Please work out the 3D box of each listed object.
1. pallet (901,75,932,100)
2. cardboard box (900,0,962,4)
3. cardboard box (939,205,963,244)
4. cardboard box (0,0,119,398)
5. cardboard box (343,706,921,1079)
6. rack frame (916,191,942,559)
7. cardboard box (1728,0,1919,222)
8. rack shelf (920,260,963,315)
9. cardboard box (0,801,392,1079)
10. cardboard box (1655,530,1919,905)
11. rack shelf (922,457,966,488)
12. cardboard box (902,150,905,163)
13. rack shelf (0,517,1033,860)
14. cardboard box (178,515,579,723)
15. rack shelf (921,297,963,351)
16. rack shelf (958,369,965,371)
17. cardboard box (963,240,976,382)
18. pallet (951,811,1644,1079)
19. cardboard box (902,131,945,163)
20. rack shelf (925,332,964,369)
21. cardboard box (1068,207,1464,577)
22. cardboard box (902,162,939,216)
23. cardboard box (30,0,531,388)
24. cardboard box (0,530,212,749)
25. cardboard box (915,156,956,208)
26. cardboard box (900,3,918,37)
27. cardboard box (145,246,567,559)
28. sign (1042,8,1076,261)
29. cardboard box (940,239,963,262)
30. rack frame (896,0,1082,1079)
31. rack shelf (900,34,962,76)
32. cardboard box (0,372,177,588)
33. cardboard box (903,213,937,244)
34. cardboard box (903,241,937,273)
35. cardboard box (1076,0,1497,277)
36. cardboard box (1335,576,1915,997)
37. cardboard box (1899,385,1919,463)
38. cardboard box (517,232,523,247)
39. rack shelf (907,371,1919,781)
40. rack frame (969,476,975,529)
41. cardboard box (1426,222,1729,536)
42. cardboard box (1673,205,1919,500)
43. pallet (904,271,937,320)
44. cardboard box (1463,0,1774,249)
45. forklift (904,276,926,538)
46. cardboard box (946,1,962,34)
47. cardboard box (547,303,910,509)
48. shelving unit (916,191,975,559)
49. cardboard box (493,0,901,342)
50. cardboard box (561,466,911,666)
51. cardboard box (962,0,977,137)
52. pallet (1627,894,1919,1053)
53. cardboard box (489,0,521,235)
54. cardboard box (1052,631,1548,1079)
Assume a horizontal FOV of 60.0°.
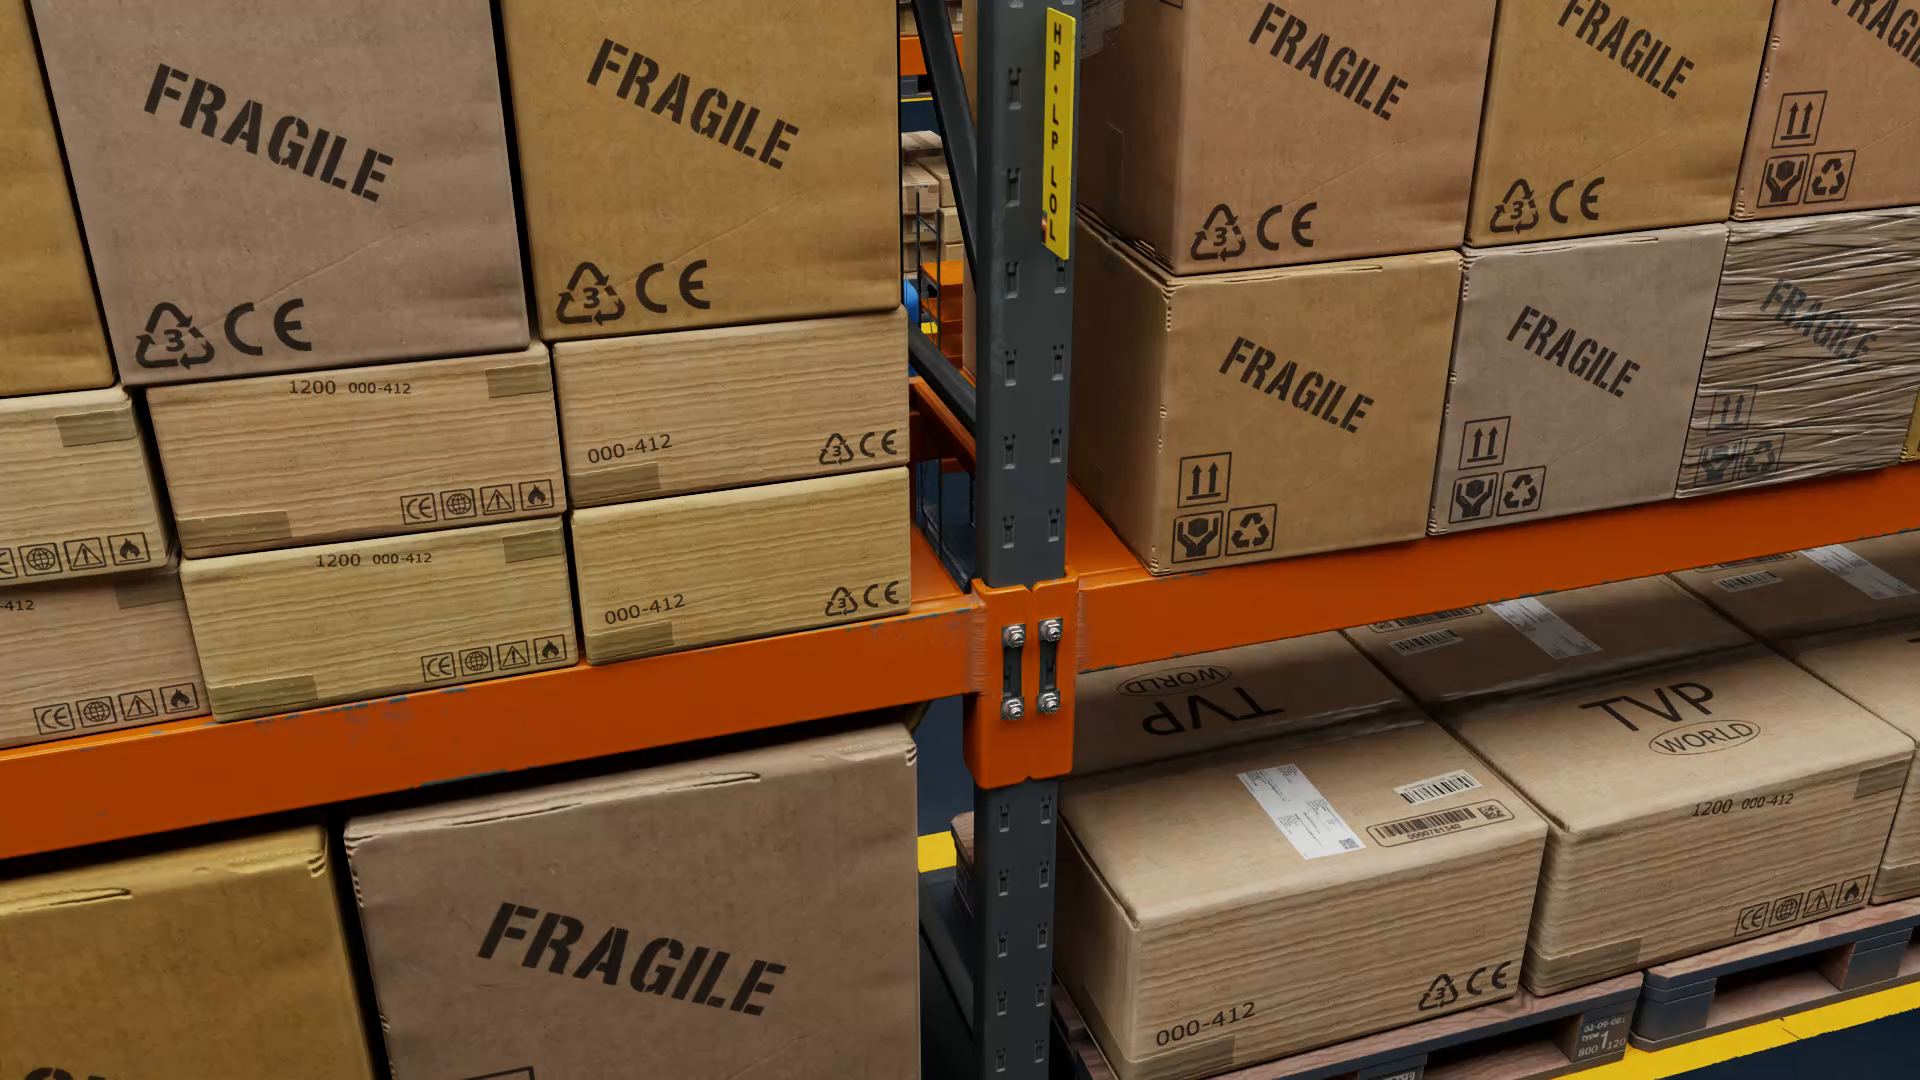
[{"bbox_3d":[-0.046,-3.648,12.861,1.213,0.211,1.003,-8,28,-16],"label":"pallet"},{"bbox_3d":[-0.166,-2.643,7.254,0.500,0.500,0.500,-9,28,-17],"label":"cardboard box"},{"bbox_3d":[-0.010,-1.531,7.860,0.250,0.149,0.380,-8,28,-16],"label":"cardboard box"},{"bbox_3d":[-1.369,-0.488,2.124,0.500,0.500,0.500,-7,27,-15],"label":"cardboard box"},{"bbox_3d":[-0.609,0.583,3.119,0.875,0.875,0.875,-7,27,-14],"label":"cardboard box"},{"bbox_3d":[-0.101,-0.523,5.454,0.006,1.200,0.240,-8,28,-16],"label":"rack frame"},{"bbox_3d":[1.456,-0.888,2.928,0.500,0.500,0.500,-8,27,-15],"label":"cardboard box"},{"bbox_3d":[-0.014,-0.818,5.339,0.180,0.103,0.258,-8,28,-16],"label":"rack shelf"},{"bbox_3d":[-1.466,0.711,2.862,0.875,0.875,0.875,-7,27,-15],"label":"cardboard box"},{"bbox_3d":[2.295,0.372,4.036,0.875,0.438,0.875,-7,27,-15],"label":"cardboard box"},{"bbox_3d":[-0.014,-0.281,5.606,0.180,0.103,0.258,-8,28,-16],"label":"rack shelf"},{"bbox_3d":[-0.451,-1.883,8.235,0.250,0.149,0.380,-10,28,-19],"label":"cardboard box"},{"bbox_3d":[-1.946,0.298,2.585,4.000,0.370,1.077,-8,28,-16],"label":"rack shelf"},{"bbox_3d":[-0.877,0.006,2.534,0.500,0.250,0.500,-9,28,-17],"label":"cardboard box"},{"bbox_3d":[-0.014,-0.711,5.392,0.180,0.103,0.258,-8,28,-16],"label":"rack shelf"},{"bbox_3d":[-0.014,-0.496,5.499,0.180,0.103,0.258,-8,28,-16],"label":"rack shelf"},{"bbox_3d":[0.318,-0.516,3.304,0.500,0.500,0.500,-8,27,-16],"label":"cardboard box"},{"bbox_3d":[0.703,0.878,3.744,1.213,0.211,1.003,-8,28,-16],"label":"pallet"},{"bbox_3d":[-0.198,-1.926,8.321,0.250,0.149,0.380,-9,28,-18],"label":"cardboard box"},{"bbox_3d":[-0.014,-0.603,5.446,0.180,0.103,0.258,-8,28,-16],"label":"rack shelf"},{"bbox_3d":[0.483,-0.298,2.865,0.500,0.500,0.500,-7,27,-14],"label":"cardboard box"},{"bbox_3d":[-0.268,-1.630,7.726,0.250,0.149,0.380,-8,27,-15],"label":"cardboard box"},{"bbox_3d":[-0.881,-0.550,2.248,0.500,0.500,0.500,-8,27,-15],"label":"cardboard box"},{"bbox_3d":[-1.363,0.067,2.410,0.500,0.250,0.500,-9,28,-17],"label":"cardboard box"},{"bbox_3d":[-0.034,-1.703,7.872,0.250,0.149,0.380,-9,28,-18],"label":"cardboard box"},{"bbox_3d":[-0.322,-2.334,7.361,0.250,0.149,0.380,-8,27,-15],"label":"cardboard box"},{"bbox_3d":[-0.861,-0.221,2.428,0.500,0.250,0.500,-8,27,-15],"label":"cardboard box"},{"bbox_3d":[0.133,-0.554,2.280,0.005,0.325,0.100,-8,28,-16],"label":"sign"},{"bbox_3d":[-0.006,-1.400,7.930,0.250,0.149,0.380,-9,28,-17],"label":"cardboard box"},{"bbox_3d":[-0.044,-0.299,2.980,0.127,3.000,1.000,-8,28,-16],"label":"rack frame"},{"bbox_3d":[0.228,-2.332,7.882,4.000,0.370,1.077,-8,28,-16],"label":"rack shelf"},{"bbox_3d":[-1.352,-0.147,2.279,0.500,0.250,0.500,-8,27,-15],"label":"cardboard box"},{"bbox_3d":[-0.270,-1.523,7.844,0.250,0.149,0.380,-7,27,-14],"label":"cardboard box"},{"bbox_3d":[-0.283,-1.405,7.940,0.250,0.149,0.380,-9,28,-18],"label":"cardboard box"},{"bbox_3d":[0.483,-0.755,2.661,0.500,0.500,0.500,-8,28,-16],"label":"cardboard box"},{"bbox_3d":[1.437,0.495,3.788,0.875,0.438,0.875,-9,28,-18],"label":"cardboard box"},{"bbox_3d":[1.927,-0.502,3.276,0.500,0.500,0.500,-7,27,-15],"label":"cardboard box"},{"bbox_3d":[-0.550,-0.515,3.020,0.500,0.250,0.500,-9,28,-18],"label":"cardboard box"},{"bbox_3d":[1.857,-0.253,3.695,4.000,0.370,1.077,-8,28,-16],"label":"rack shelf"},{"bbox_3d":[0.073,-0.548,5.505,0.006,1.200,0.240,-8,28,-16],"label":"rack frame"},{"bbox_3d":[0.963,-0.366,3.001,0.500,0.500,0.500,-8,28,-16],"label":"cardboard box"},{"bbox_3d":[1.438,-0.431,3.133,0.500,0.500,0.500,-8,28,-16],"label":"cardboard box"},{"bbox_3d":[0.116,-1.407,8.346,1.213,0.211,1.003,-8,28,-16],"label":"pallet"},{"bbox_3d":[0.966,-0.822,2.796,0.500,0.500,0.500,-9,28,-17],"label":"cardboard box"},{"bbox_3d":[-1.681,-1.101,4.672,3.031,2.935,1.130,-7,27,-14],"label":"forklift"},{"bbox_3d":[-0.065,-2.368,7.430,0.250,0.149,0.380,-7,27,-14],"label":"cardboard box"},{"bbox_3d":[-0.388,-0.293,2.573,0.500,0.250,0.500,-8,28,-16],"label":"cardboard box"},{"bbox_3d":[-0.014,-0.535,5.479,0.189,1.200,0.258,-8,28,-16],"label":"shelving unit"},{"bbox_3d":[-0.391,-0.624,2.397,0.500,0.500,0.500,-7,27,-14],"label":"cardboard box"},{"bbox_3d":[-0.393,-0.064,2.674,0.500,0.250,0.500,-9,28,-17],"label":"cardboard box"},{"bbox_3d":[0.319,-0.974,3.101,0.500,0.500,0.500,-8,28,-17],"label":"cardboard box"},{"bbox_3d":[1.865,0.708,4.086,1.213,0.211,1.003,-8,28,-16],"label":"pallet"},{"bbox_3d":[-0.552,-0.853,2.858,0.500,0.500,0.500,-8,27,-16],"label":"cardboard box"},{"bbox_3d":[0.586,0.619,3.539,0.875,0.438,0.875,-9,28,-17],"label":"cardboard box"}]
